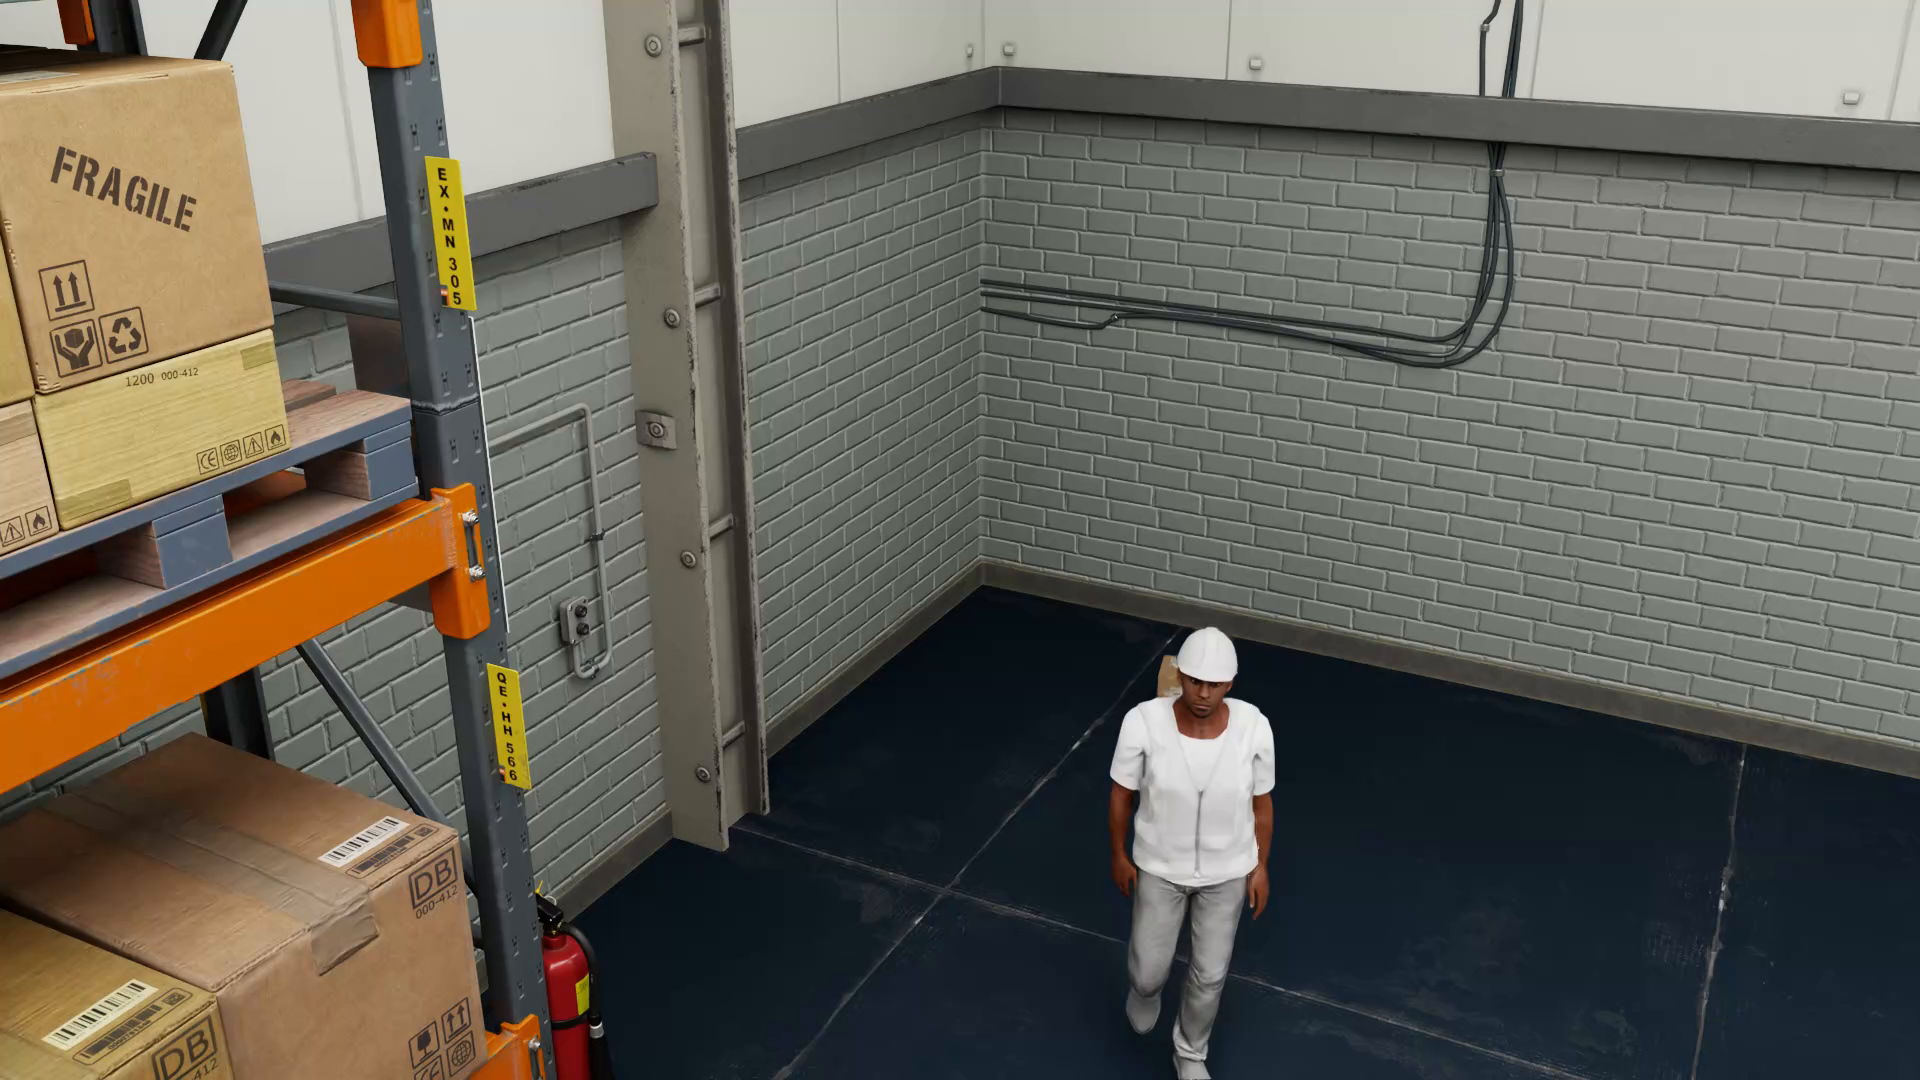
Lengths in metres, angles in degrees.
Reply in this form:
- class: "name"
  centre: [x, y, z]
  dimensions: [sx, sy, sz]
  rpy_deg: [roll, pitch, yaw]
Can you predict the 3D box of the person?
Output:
- class: "person"
  centre: [0.800, 1.114, 5.828]
  dimensions: [0.571, 1.754, 0.556]
  rpy_deg: [1, 23, 2]
